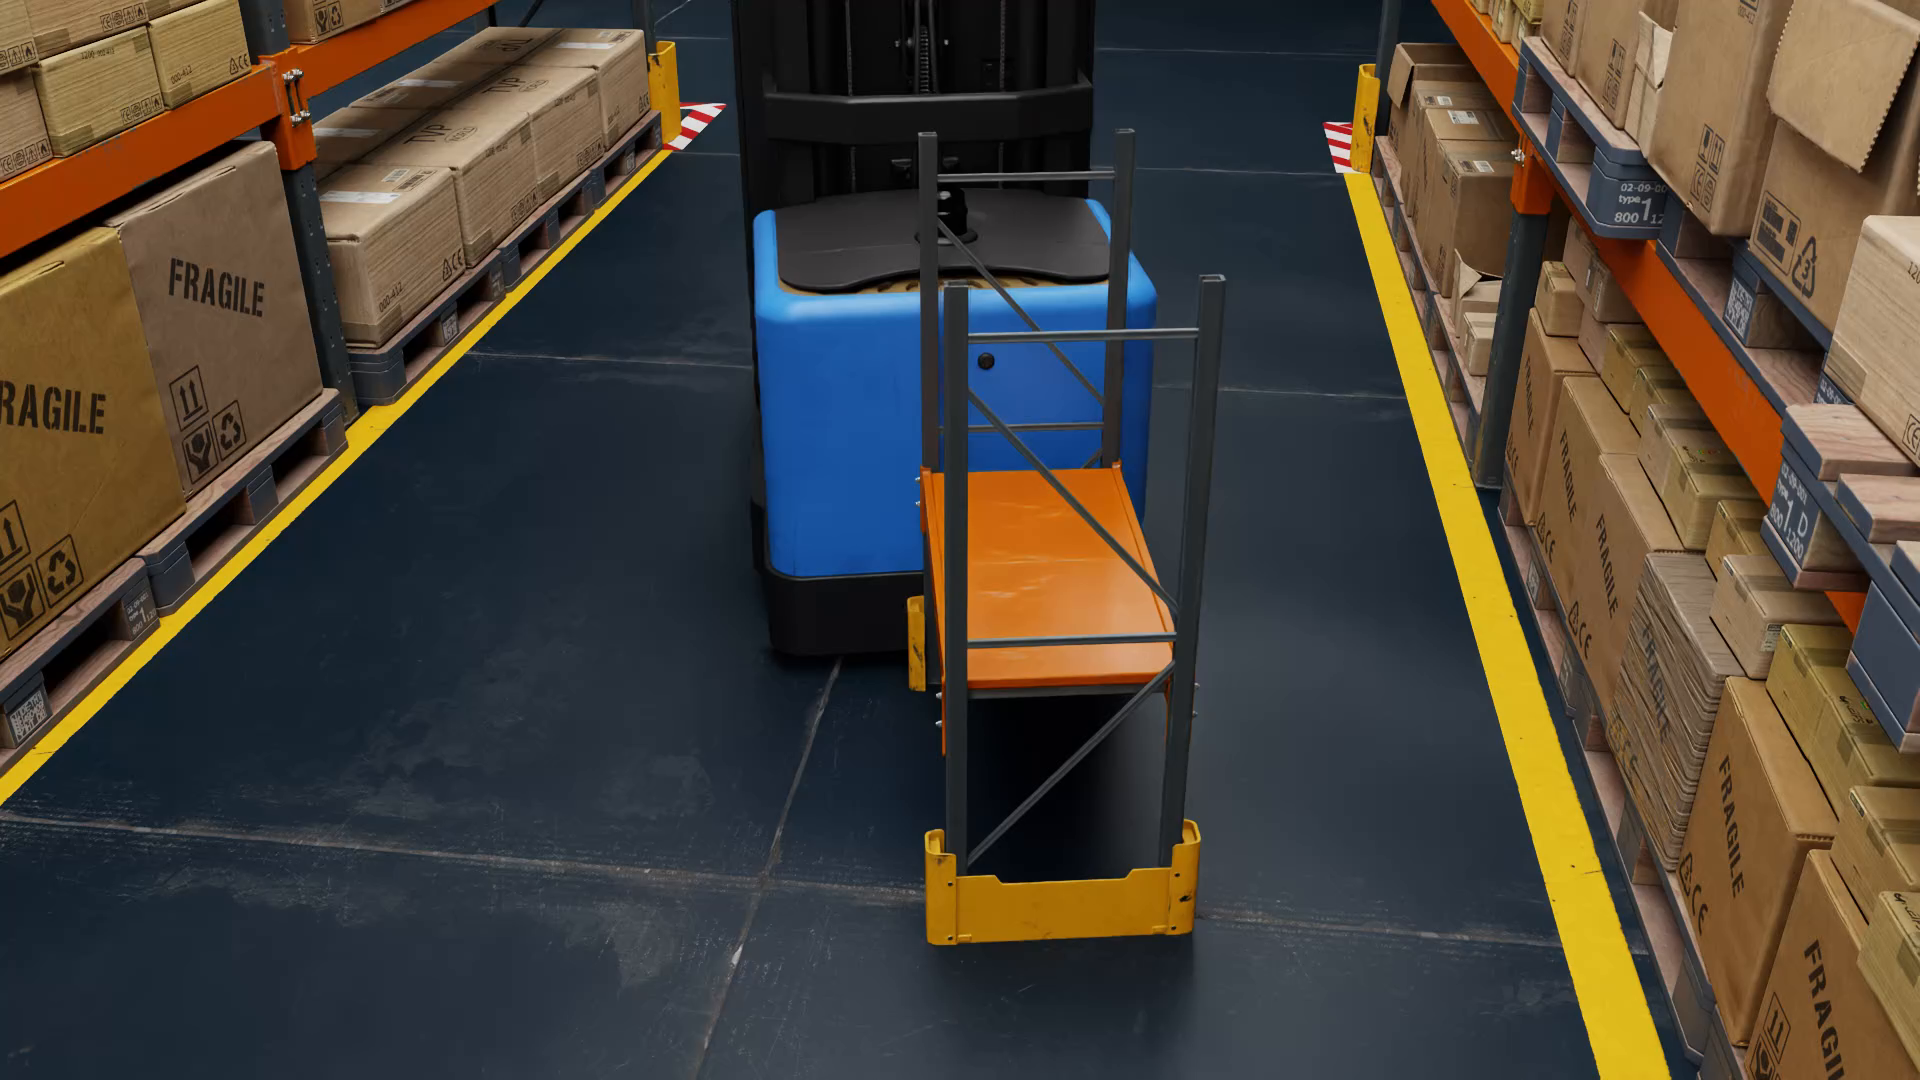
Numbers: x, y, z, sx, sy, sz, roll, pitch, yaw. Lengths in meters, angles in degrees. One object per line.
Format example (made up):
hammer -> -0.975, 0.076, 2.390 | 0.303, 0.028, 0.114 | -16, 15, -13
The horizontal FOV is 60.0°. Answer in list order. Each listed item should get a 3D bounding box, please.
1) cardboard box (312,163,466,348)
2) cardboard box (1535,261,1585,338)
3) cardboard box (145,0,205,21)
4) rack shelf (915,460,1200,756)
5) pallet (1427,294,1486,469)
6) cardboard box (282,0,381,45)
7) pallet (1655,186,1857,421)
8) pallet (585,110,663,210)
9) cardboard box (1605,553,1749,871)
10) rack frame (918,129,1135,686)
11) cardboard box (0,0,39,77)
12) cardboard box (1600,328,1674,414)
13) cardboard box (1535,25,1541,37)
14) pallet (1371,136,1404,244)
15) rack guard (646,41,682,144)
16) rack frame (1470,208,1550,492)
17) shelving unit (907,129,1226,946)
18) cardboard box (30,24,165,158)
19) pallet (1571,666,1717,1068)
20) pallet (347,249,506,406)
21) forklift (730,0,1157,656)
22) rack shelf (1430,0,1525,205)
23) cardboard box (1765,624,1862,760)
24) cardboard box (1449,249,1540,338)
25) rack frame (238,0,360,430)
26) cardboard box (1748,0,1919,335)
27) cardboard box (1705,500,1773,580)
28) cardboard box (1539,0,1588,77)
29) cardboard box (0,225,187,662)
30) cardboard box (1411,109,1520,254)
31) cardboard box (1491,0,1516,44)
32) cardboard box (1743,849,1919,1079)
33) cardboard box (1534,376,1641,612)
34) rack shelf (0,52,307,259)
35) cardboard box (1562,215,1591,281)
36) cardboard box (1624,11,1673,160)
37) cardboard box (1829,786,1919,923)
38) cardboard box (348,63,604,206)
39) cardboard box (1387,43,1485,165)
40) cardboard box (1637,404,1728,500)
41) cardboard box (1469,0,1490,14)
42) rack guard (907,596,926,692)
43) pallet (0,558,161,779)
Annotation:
cardboard box -> -2.516, -1.119, 6.423 | 0.875, 0.438, 0.875 | 3, 28, 5
cardboard box -> 1.919, -0.703, 4.901 | 0.380, 0.149, 0.250 | 5, 29, 9
cardboard box -> -2.512, -1.705, 4.884 | 0.500, 0.250, 0.500 | 3, 28, 6
rack shelf -> 0.187, 0.120, 3.826 | 0.538, 0.185, 1.000 | -2, 28, -3
pallet -> 2.312, -0.582, 6.107 | 1.003, 0.211, 1.213 | 3, 28, 6
cardboard box -> -2.382, -2.023, 5.736 | 0.500, 0.500, 0.500 | 4, 29, 8
pallet -> 1.971, -0.434, 3.096 | 1.003, 0.211, 1.213 | 3, 28, 6
pallet -> -2.230, -2.047, 8.827 | 1.003, 0.211, 1.213 | 3, 28, 6
cardboard box -> 1.754, 0.374, 3.586 | 0.500, 0.500, 0.500 | 2, 28, 4
rack frame -> 0.154, -0.279, 4.187 | 0.500, 1.500, 0.032 | -2, 28, -3
cardboard box -> -2.624, -1.225, 3.993 | 0.500, 0.250, 0.500 | 4, 29, 7
cardboard box -> 1.942, -0.446, 4.425 | 0.380, 0.149, 0.250 | 2, 28, 4
cardboard box -> 2.016, -1.540, 5.211 | 0.380, 0.149, 0.250 | 4, 29, 7
pallet -> 2.611, -1.730, 8.239 | 1.003, 0.211, 1.213 | 3, 28, 6
rack guard -> -2.206, -2.567, 9.487 | 1.175, 0.500, 0.348 | 3, 28, 6
rack frame -> 2.227, -1.486, 4.846 | 1.000, 3.000, 0.127 | 3, 28, 6
shelving unit -> 0.187, -0.043, 3.748 | 0.587, 1.500, 1.083 | -2, 28, -3
cardboard box -> -2.568, -1.241, 4.550 | 0.500, 0.250, 0.500 | 3, 28, 5
pallet -> 2.018, 0.702, 3.724 | 1.003, 0.211, 1.213 | 3, 28, 6
pallet -> -2.529, -0.899, 6.695 | 1.003, 0.211, 1.213 | 3, 28, 6
forklift -> -0.168, -1.648, 5.219 | 1.130, 2.935, 3.031 | -3, 28, -6
rack shelf -> 2.472, -2.111, 6.764 | 1.077, 0.370, 4.000 | 3, 28, 6
cardboard box -> 1.732, 0.289, 3.060 | 0.380, 0.149, 0.250 | 3, 28, 5
cardboard box -> 2.048, -0.915, 6.225 | 0.396, 0.266, 0.258 | 4, 29, 8
rack frame -> -2.700, -1.773, 5.378 | 1.000, 3.000, 0.127 | 3, 28, 6
cardboard box -> 1.754, -0.613, 2.673 | 0.797, 0.503, 0.637 | 3, 28, 5
cardboard box -> 1.817, 0.044, 3.514 | 0.380, 0.149, 0.250 | 3, 29, 6
cardboard box -> 1.946, -1.500, 4.324 | 0.700, 0.500, 0.500 | 4, 29, 7
cardboard box -> -2.799, -0.300, 4.442 | 0.875, 0.875, 0.875 | 4, 29, 8
cardboard box -> 2.241, -1.528, 7.116 | 0.500, 0.500, 0.500 | 4, 29, 7
cardboard box -> 2.034, -1.788, 5.671 | 0.380, 0.149, 0.250 | 4, 29, 8
cardboard box -> 1.647, 0.866, 2.673 | 0.500, 0.500, 0.500 | 3, 28, 5
cardboard box -> 1.889, -0.105, 4.475 | 0.500, 0.500, 0.500 | 3, 28, 6
rack shelf -> -2.945, -0.515, 3.801 | 1.077, 0.370, 4.000 | 3, 28, 6
cardboard box -> 1.979, -0.830, 4.824 | 0.380, 0.149, 0.250 | 3, 28, 5
cardboard box -> 1.676, -0.980, 3.606 | 0.396, 0.266, 0.258 | 5, 29, 9
cardboard box -> 1.625, 0.528, 2.616 | 0.380, 0.149, 0.250 | 2, 28, 5
cardboard box -> -2.295, -1.965, 7.993 | 0.875, 0.438, 0.875 | 4, 29, 8
cardboard box -> 2.548, -2.172, 8.309 | 0.797, 0.503, 0.637 | 2, 28, 4
cardboard box -> 1.854, -0.201, 3.970 | 0.380, 0.149, 0.250 | 3, 28, 6
cardboard box -> 2.096, -2.032, 6.123 | 0.380, 0.149, 0.250 | 3, 28, 5
rack guard -> 0.154, 0.272, 4.482 | 0.587, 0.250, 0.087 | -2, 28, -3
pallet -> -2.866, 0.398, 4.288 | 1.003, 0.211, 1.213 | 3, 28, 6
